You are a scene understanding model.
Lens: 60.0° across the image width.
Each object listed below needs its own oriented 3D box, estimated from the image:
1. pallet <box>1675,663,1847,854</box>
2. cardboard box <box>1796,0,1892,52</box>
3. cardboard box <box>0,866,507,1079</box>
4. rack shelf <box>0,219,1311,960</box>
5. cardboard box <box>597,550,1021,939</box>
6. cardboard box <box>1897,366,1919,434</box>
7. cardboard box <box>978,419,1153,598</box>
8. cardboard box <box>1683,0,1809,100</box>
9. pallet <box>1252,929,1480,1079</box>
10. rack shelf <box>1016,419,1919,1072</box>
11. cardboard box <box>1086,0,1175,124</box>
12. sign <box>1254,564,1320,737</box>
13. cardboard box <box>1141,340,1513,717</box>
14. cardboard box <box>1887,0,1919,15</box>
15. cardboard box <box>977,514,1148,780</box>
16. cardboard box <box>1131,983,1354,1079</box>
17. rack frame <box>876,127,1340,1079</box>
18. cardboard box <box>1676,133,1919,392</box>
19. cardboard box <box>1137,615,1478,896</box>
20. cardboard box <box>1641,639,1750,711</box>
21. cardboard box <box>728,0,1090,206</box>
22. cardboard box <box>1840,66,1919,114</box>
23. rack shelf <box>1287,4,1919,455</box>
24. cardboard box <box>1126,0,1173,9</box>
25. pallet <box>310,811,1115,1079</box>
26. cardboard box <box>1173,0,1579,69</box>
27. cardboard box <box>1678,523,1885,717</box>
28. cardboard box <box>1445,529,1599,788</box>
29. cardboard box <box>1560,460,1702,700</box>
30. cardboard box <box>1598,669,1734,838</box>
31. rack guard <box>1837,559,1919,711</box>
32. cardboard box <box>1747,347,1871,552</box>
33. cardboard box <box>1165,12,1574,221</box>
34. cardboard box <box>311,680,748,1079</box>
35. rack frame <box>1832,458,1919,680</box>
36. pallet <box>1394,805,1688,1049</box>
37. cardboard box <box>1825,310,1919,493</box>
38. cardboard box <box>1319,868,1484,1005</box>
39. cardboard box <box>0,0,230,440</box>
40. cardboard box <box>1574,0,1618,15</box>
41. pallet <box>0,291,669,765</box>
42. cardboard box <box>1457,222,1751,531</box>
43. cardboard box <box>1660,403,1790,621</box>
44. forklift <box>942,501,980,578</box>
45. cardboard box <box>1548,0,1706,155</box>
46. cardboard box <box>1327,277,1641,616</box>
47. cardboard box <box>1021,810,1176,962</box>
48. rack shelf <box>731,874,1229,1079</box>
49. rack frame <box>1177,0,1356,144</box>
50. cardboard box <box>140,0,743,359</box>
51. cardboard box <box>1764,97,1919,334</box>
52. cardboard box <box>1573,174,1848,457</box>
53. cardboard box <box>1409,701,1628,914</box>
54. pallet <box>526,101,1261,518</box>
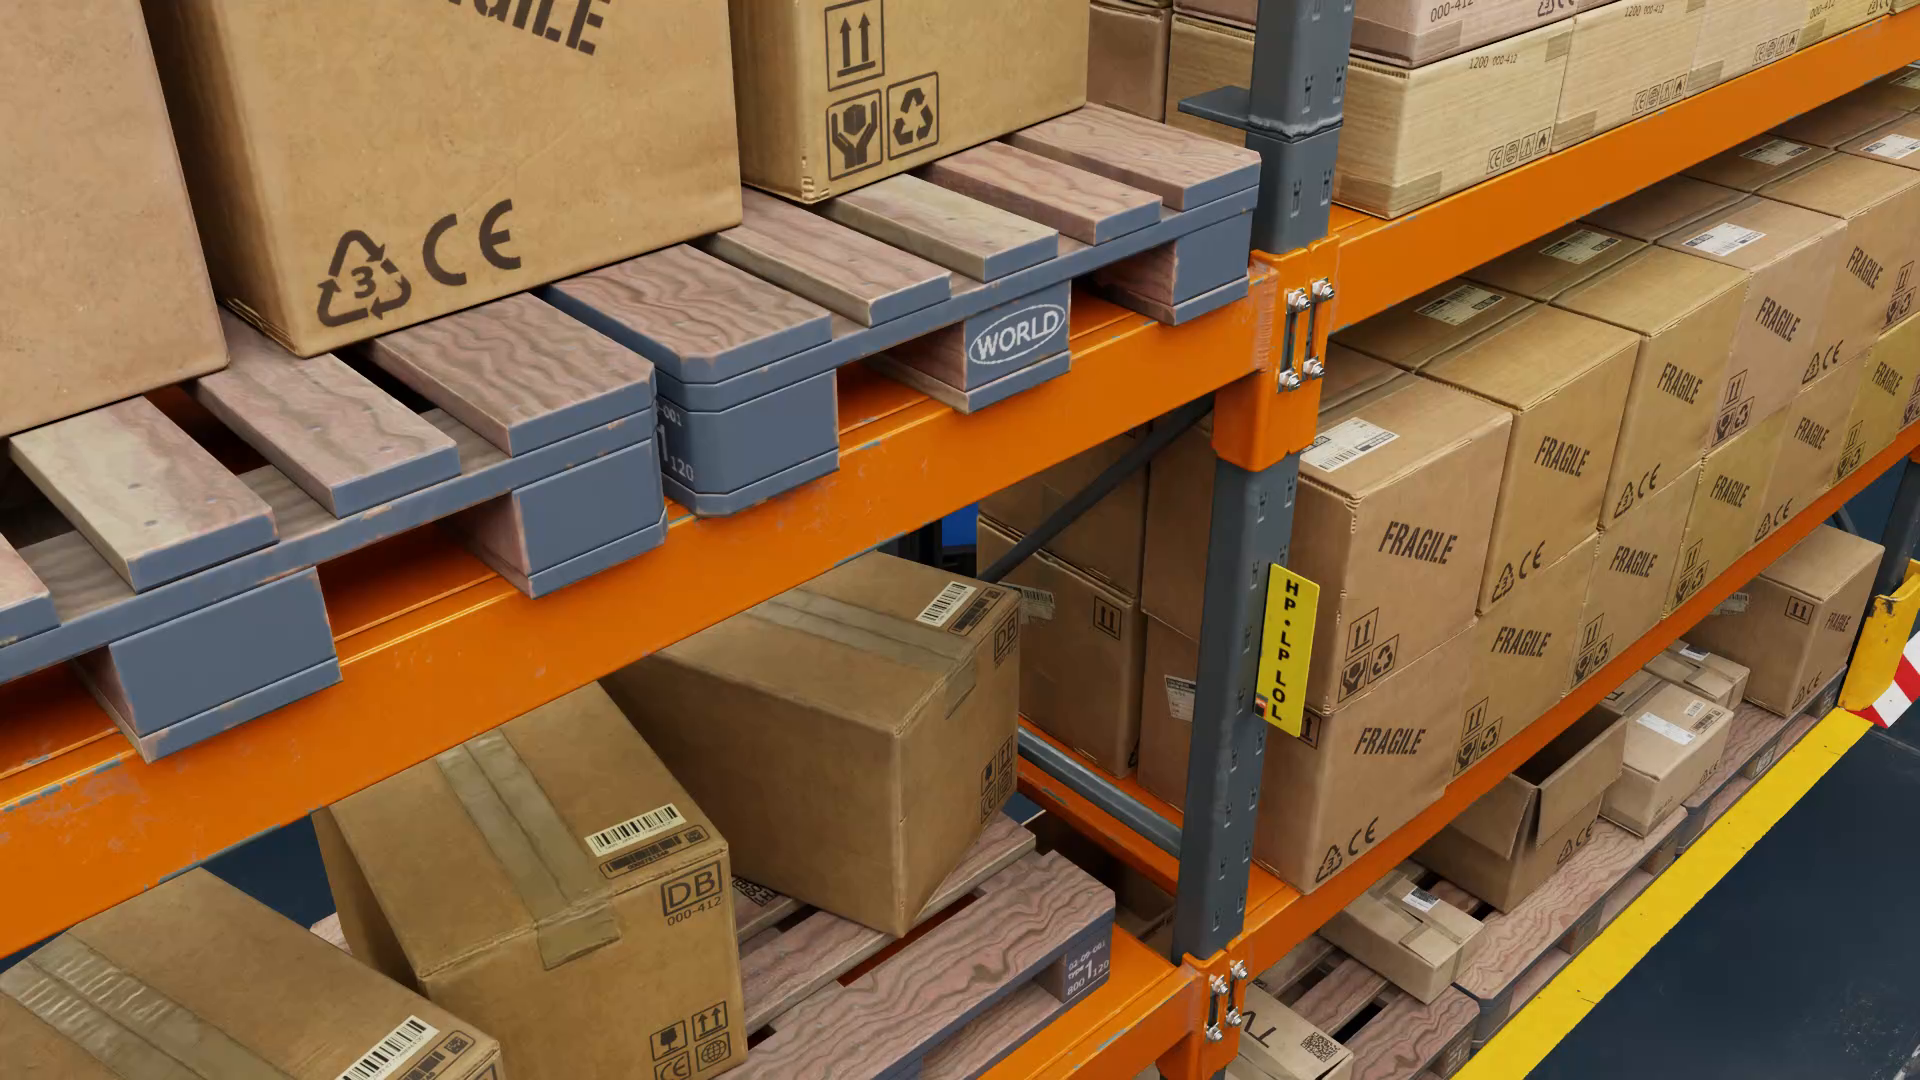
[{"bbox_3d":[2.490,0.562,6.129,1.213,0.211,1.003,-26,40,-35],"label":"pallet"},{"bbox_3d":[1.822,-1.344,3.840,0.500,0.250,0.500,-26,40,-35],"label":"cardboard box"},{"bbox_3d":[-1.057,0.910,2.389,0.700,0.500,0.500,18,36,27],"label":"cardboard box"},{"bbox_3d":[-1.270,0.218,1.833,4.000,0.370,1.077,-26,40,-35],"label":"rack shelf"},{"bbox_3d":[-0.303,0.342,3.317,0.700,0.500,0.500,15,35,23],"label":"cardboard box"},{"bbox_3d":[2.986,-0.717,5.452,0.500,0.500,0.500,-24,39,-34],"label":"cardboard box"},{"bbox_3d":[0.391,-0.266,3.756,0.500,0.500,0.500,-26,40,-35],"label":"cardboard box"},{"bbox_3d":[1.458,-1.165,3.548,0.500,0.250,0.500,-26,40,-35],"label":"cardboard box"},{"bbox_3d":[0.700,1.428,4.713,1.213,0.211,1.003,-26,40,-35],"label":"pallet"},{"bbox_3d":[1.663,0.079,4.936,4.000,0.370,1.077,-26,40,-35],"label":"rack shelf"},{"bbox_3d":[0.372,-1.009,3.293,0.500,0.250,0.500,-26,40,-35],"label":"cardboard box"},{"bbox_3d":[0.576,0.198,2.941,0.005,0.325,0.100,-26,40,-35],"label":"sign"},{"bbox_3d":[0.733,-0.048,3.398,0.500,0.500,0.500,-25,39,-34],"label":"cardboard box"},{"bbox_3d":[2.200,-1.515,4.120,0.500,0.250,0.500,-26,40,-35],"label":"cardboard box"},{"bbox_3d":[0.388,0.163,4.012,0.500,0.500,0.500,-25,39,-35],"label":"cardboard box"},{"bbox_3d":[0.651,1.374,4.283,0.500,0.311,0.500,-26,40,-35],"label":"cardboard box"},{"bbox_3d":[0.196,0.481,3.588,0.127,3.000,1.000,-26,40,-35],"label":"rack frame"},{"bbox_3d":[2.243,-0.779,4.594,0.500,0.500,0.500,-25,39,-34],"label":"cardboard box"},{"bbox_3d":[0.755,0.362,3.687,0.500,0.500,0.500,-25,39,-34],"label":"cardboard box"},{"bbox_3d":[2.540,0.480,5.884,0.250,0.166,0.380,-26,40,-35],"label":"cardboard box"},{"bbox_3d":[-0.223,-0.913,2.397,0.600,0.600,0.600,25,39,35],"label":"cardboard box"},{"bbox_3d":[2.990,-1.144,5.191,0.500,0.500,0.500,-26,40,-36],"label":"cardboard box"},{"bbox_3d":[1.663,-1.201,4.153,4.000,0.370,1.077,-26,40,-35],"label":"rack shelf"},{"bbox_3d":[0.368,-1.224,3.166,0.500,0.250,0.500,-26,40,-35],"label":"cardboard box"},{"bbox_3d":[-0.464,0.805,3.243,1.213,0.211,1.003,-26,40,-35],"label":"pallet"},{"bbox_3d":[0.722,-1.025,2.841,0.500,0.250,0.500,-26,40,-35],"label":"cardboard box"},{"bbox_3d":[2.898,0.228,5.976,0.500,0.500,0.500,-26,40,-35],"label":"cardboard box"},{"bbox_3d":[1.128,0.179,3.986,0.500,0.500,0.500,-25,39,-35],"label":"cardboard box"},{"bbox_3d":[1.497,0.003,4.275,0.500,0.500,0.500,-26,40,-36],"label":"cardboard box"},{"bbox_3d":[2.181,0.660,5.509,0.500,0.250,0.500,-26,40,-35],"label":"cardboard box"},{"bbox_3d":[3.073,0.156,6.516,0.348,0.500,1.175,-26,40,-35],"label":"rack guard"},{"bbox_3d":[2.238,-0.357,4.863,0.500,0.500,0.500,-25,40,-35],"label":"cardboard box"},{"bbox_3d":[0.721,-0.812,2.972,0.500,0.250,0.500,-26,40,-35],"label":"cardboard box"},{"bbox_3d":[-0.765,0.610,2.879,0.500,0.500,0.700,-19,36,-28],"label":"cardboard box"},{"bbox_3d":[3.129,-0.938,5.908,0.127,3.000,1.000,-26,40,-35],"label":"rack frame"},{"bbox_3d":[1.595,0.993,5.424,1.213,0.211,1.003,-26,40,-35],"label":"pallet"},{"bbox_3d":[2.608,-0.532,5.149,0.500,0.500,0.500,-25,40,-35],"label":"cardboard box"},{"bbox_3d":[1.278,1.125,4.828,0.250,0.166,0.380,-26,40,-35],"label":"cardboard box"},{"bbox_3d":[-1.200,-0.438,1.622,0.600,0.600,0.600,27,41,37],"label":"cardboard box"},{"bbox_3d":[1.087,-1.203,3.132,0.500,0.250,0.500,-26,40,-35],"label":"cardboard box"},{"bbox_3d":[-1.088,-0.145,1.916,1.003,0.211,1.213,-26,40,-35],"label":"pallet"},{"bbox_3d":[1.488,-0.413,3.996,0.500,0.500,0.500,-27,41,-37],"label":"cardboard box"},{"bbox_3d":[1.869,-0.178,4.571,0.500,0.500,0.500,-26,40,-36],"label":"cardboard box"},{"bbox_3d":[0.676,-1.302,6.569,3.031,2.935,1.130,-6,32,-9],"label":"forklift"},{"bbox_3d":[1.090,-0.988,3.259,0.500,0.250,0.500,-26,40,-35],"label":"cardboard box"},{"bbox_3d":[1.111,-0.231,3.698,0.500,0.500,0.500,-27,41,-37],"label":"cardboard box"},{"bbox_3d":[0.421,1.049,4.633,0.500,0.500,0.500,-26,40,-35],"label":"cardboard box"},{"bbox_3d":[-1.270,1.497,2.615,4.000,0.370,1.077,-26,40,-35],"label":"rack shelf"},{"bbox_3d":[0.196,-2.078,2.023,0.127,3.000,1.000,-26,40,-35],"label":"rack frame"},{"bbox_3d":[-0.698,-0.667,1.996,0.600,0.600,0.600,-26,40,-36],"label":"cardboard box"},{"bbox_3d":[2.620,-0.964,4.897,0.500,0.500,0.500,-25,39,-34],"label":"cardboard box"},{"bbox_3d":[1.866,-0.596,4.296,0.500,0.500,0.500,-24,39,-34],"label":"cardboard box"},{"bbox_3d":[1.570,0.690,5.217,0.637,0.503,0.797,-26,40,-35],"label":"cardboard box"},{"bbox_3d":[-0.330,-0.514,2.520,1.003,0.211,1.213,-26,40,-35],"label":"pallet"}]
